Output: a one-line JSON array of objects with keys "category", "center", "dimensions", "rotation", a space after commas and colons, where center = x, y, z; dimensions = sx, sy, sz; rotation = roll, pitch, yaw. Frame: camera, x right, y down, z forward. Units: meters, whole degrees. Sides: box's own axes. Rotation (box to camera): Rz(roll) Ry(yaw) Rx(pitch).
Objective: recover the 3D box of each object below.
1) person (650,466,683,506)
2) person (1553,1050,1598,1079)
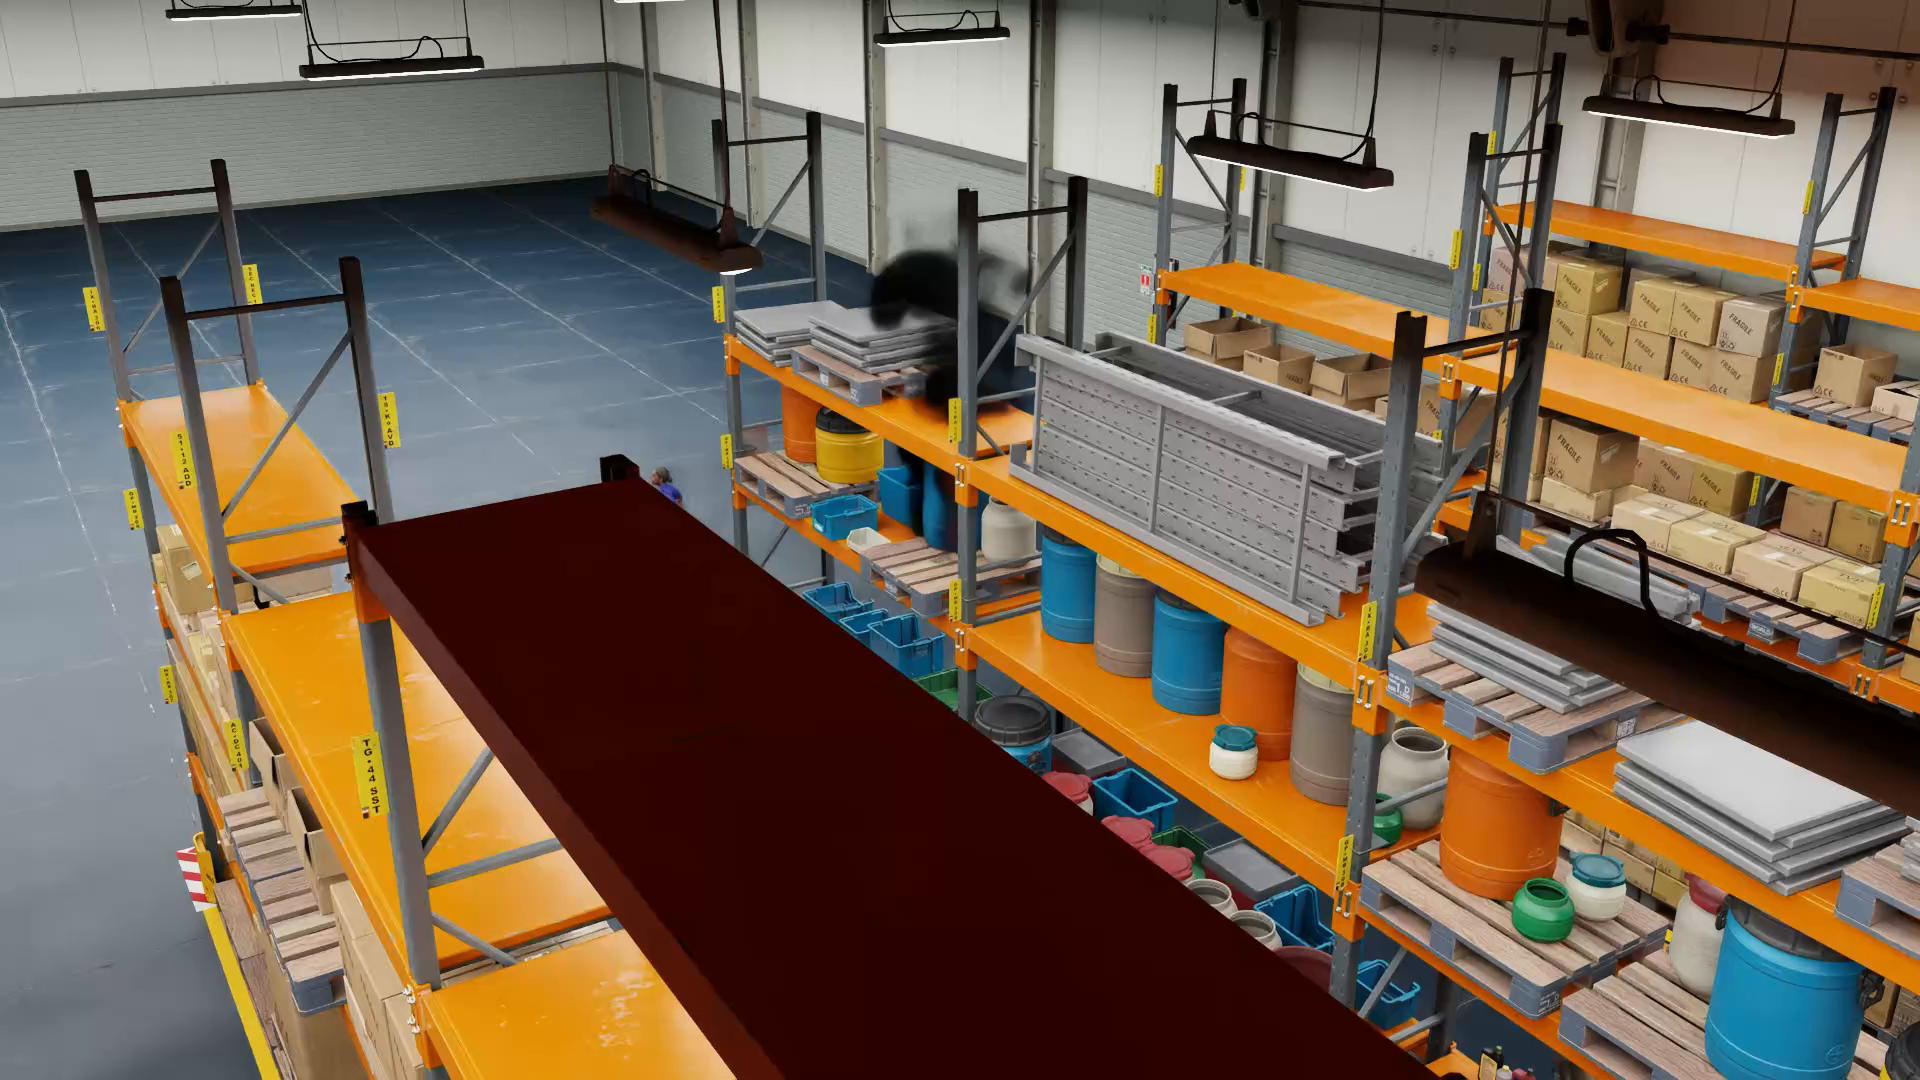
[{"category": "person", "center": [-3.495, -0.099, 19.425], "dimensions": [0.646, 1.627, 0.552], "rotation": [-4, 22, -10]}, {"category": "person", "center": [4.191, 3.208, 11.110], "dimensions": [0.633, 1.800, 0.785], "rotation": [-16, 27, -35]}]
